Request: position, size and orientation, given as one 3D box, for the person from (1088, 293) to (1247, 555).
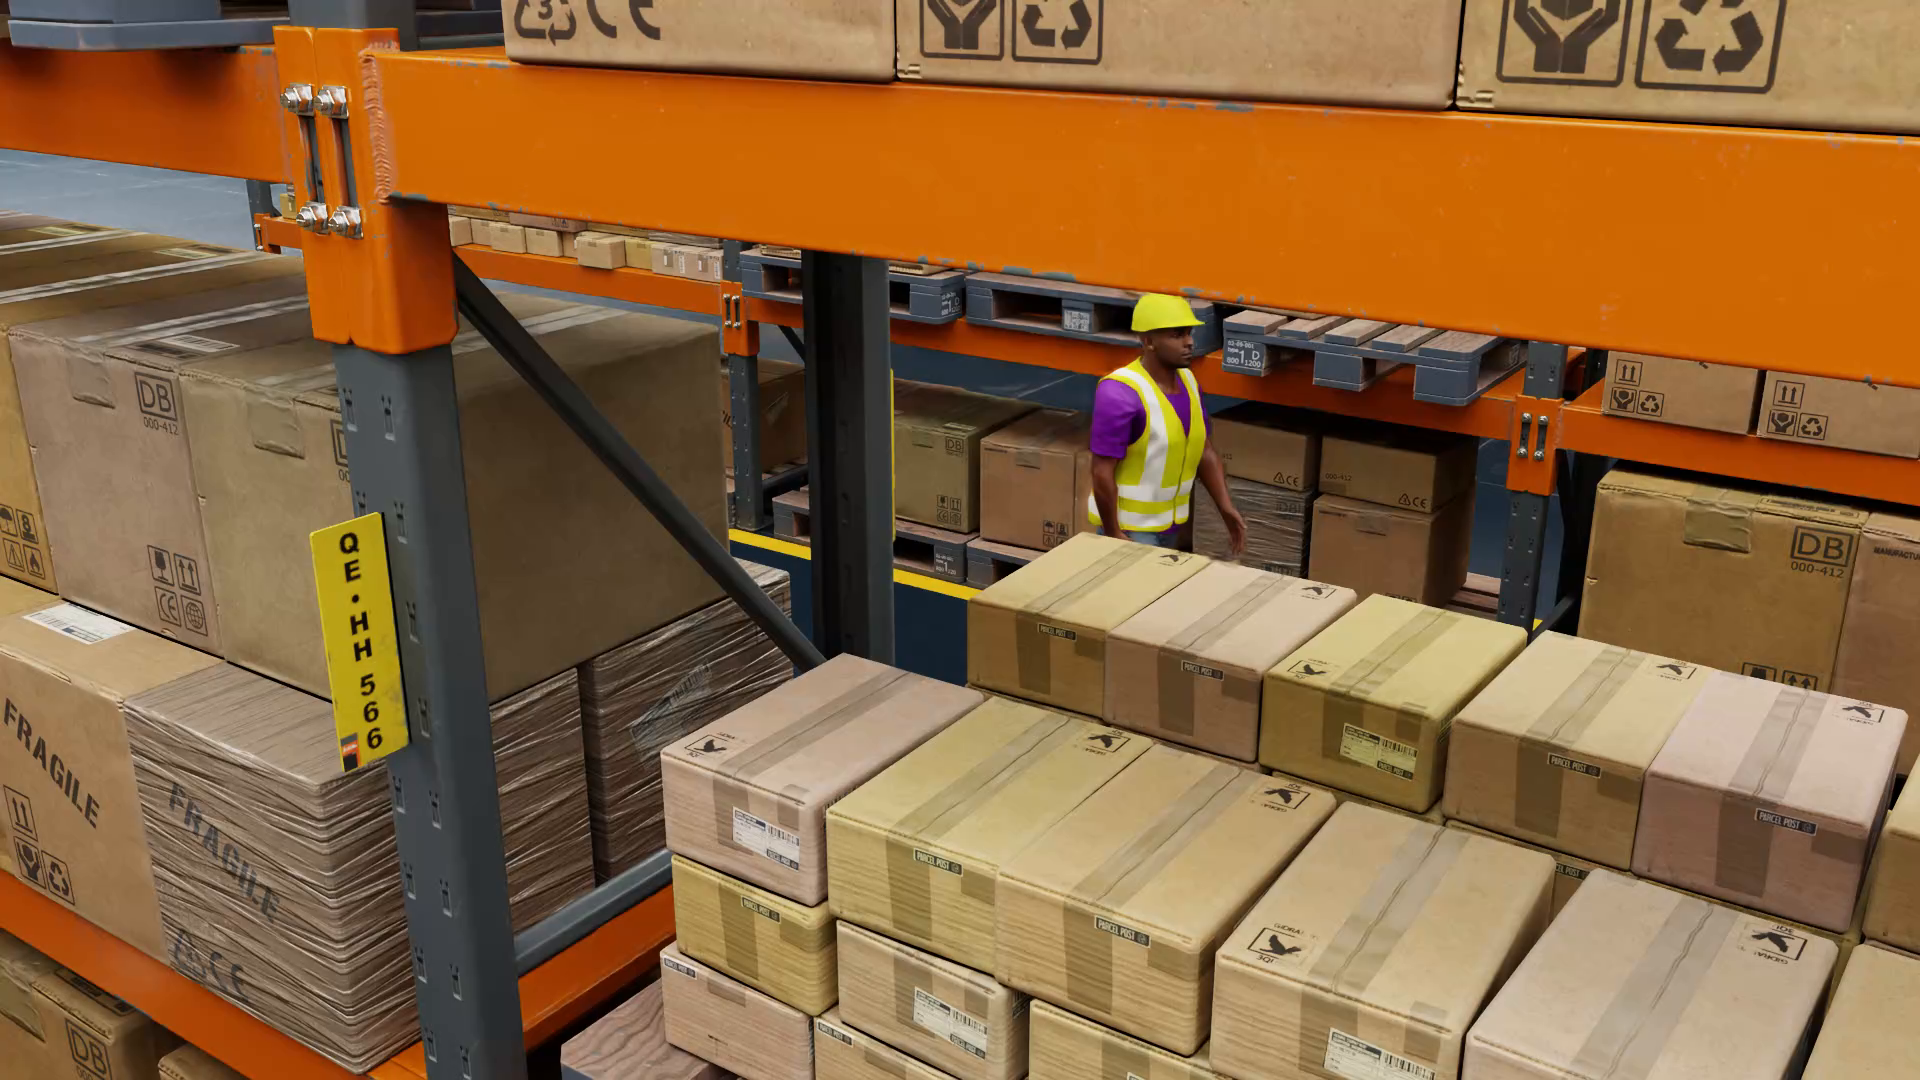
[{"bbox_3d":[0.773,-0.065,6.208,0.922,1.727,0.582,15,24,35],"label":"person"}]
